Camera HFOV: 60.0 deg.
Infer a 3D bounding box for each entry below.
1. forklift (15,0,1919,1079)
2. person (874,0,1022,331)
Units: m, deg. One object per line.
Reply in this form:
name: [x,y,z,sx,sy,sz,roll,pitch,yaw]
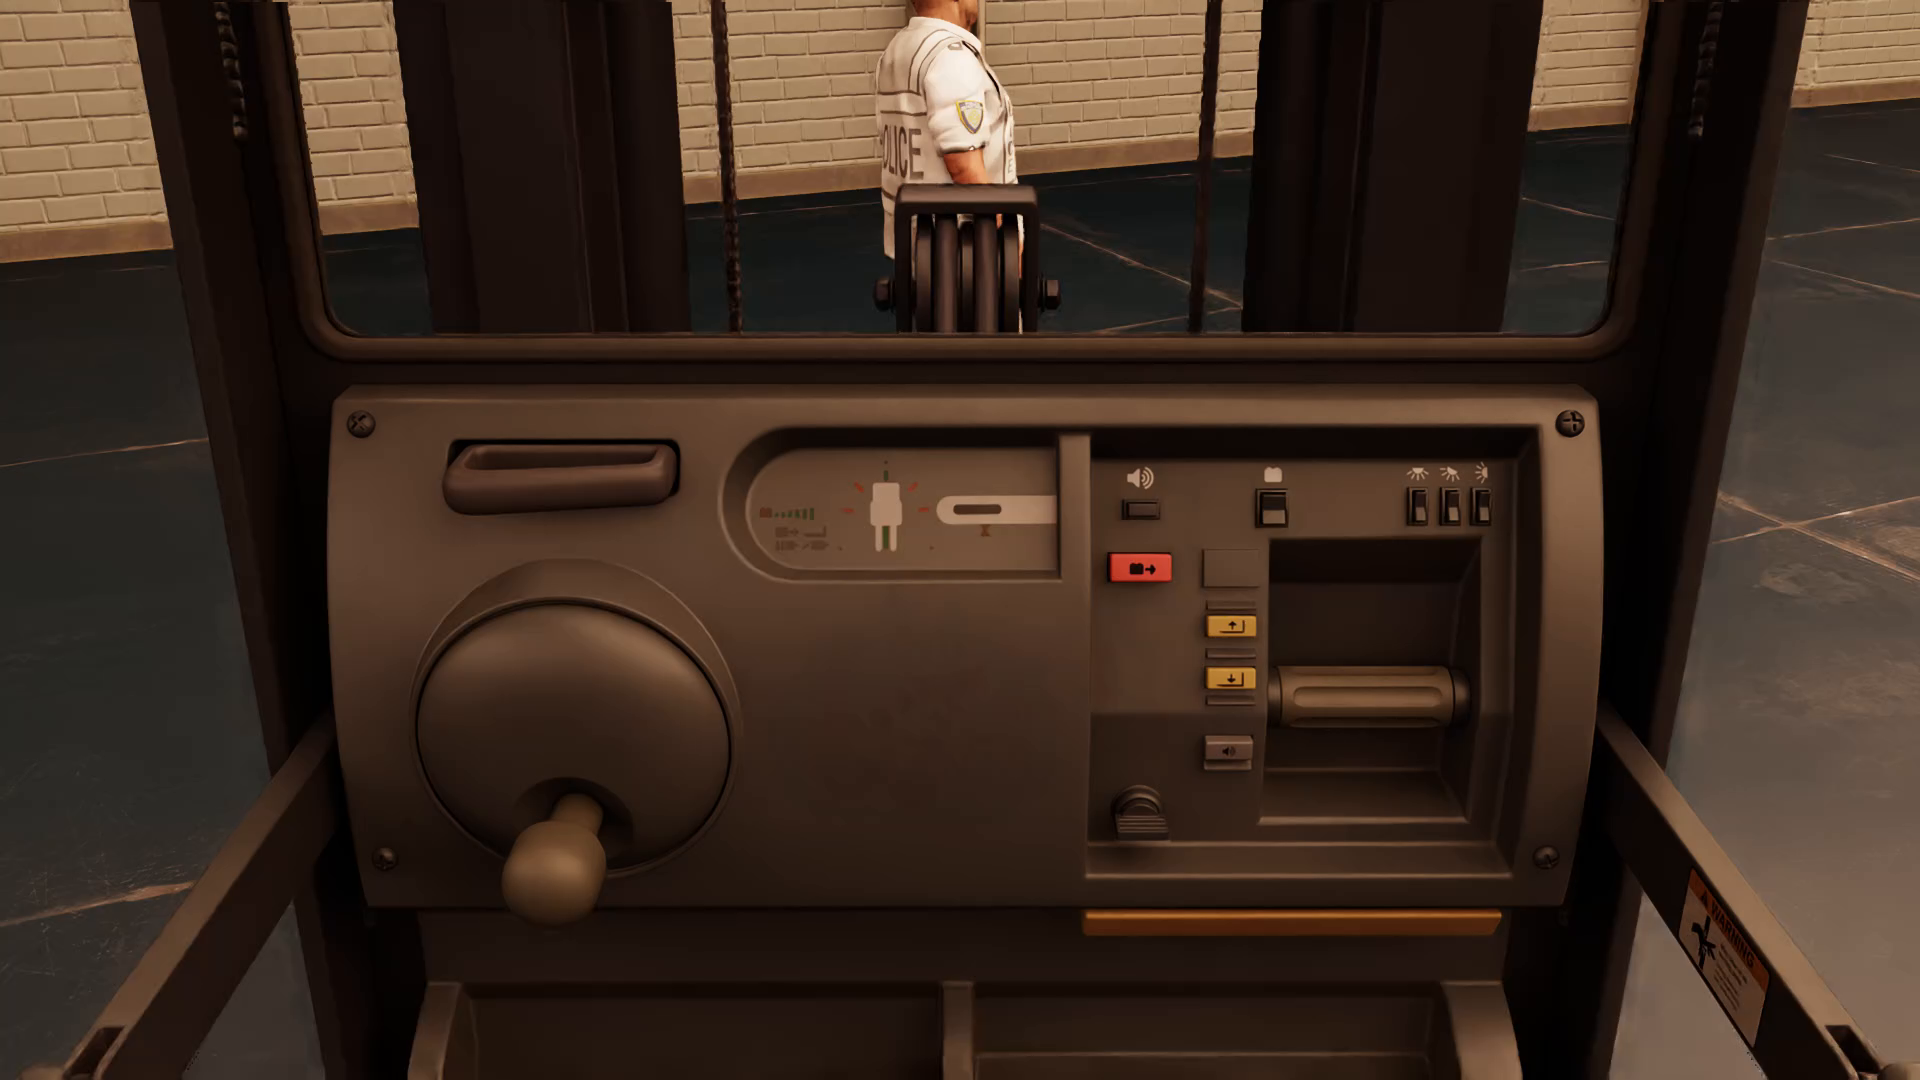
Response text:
forklift: [0.007,0.104,1.036,1.130,2.935,3.031,0,23,0]
person: [0.075,-0.838,4.782,0.575,1.781,0.640,-10,25,-23]
